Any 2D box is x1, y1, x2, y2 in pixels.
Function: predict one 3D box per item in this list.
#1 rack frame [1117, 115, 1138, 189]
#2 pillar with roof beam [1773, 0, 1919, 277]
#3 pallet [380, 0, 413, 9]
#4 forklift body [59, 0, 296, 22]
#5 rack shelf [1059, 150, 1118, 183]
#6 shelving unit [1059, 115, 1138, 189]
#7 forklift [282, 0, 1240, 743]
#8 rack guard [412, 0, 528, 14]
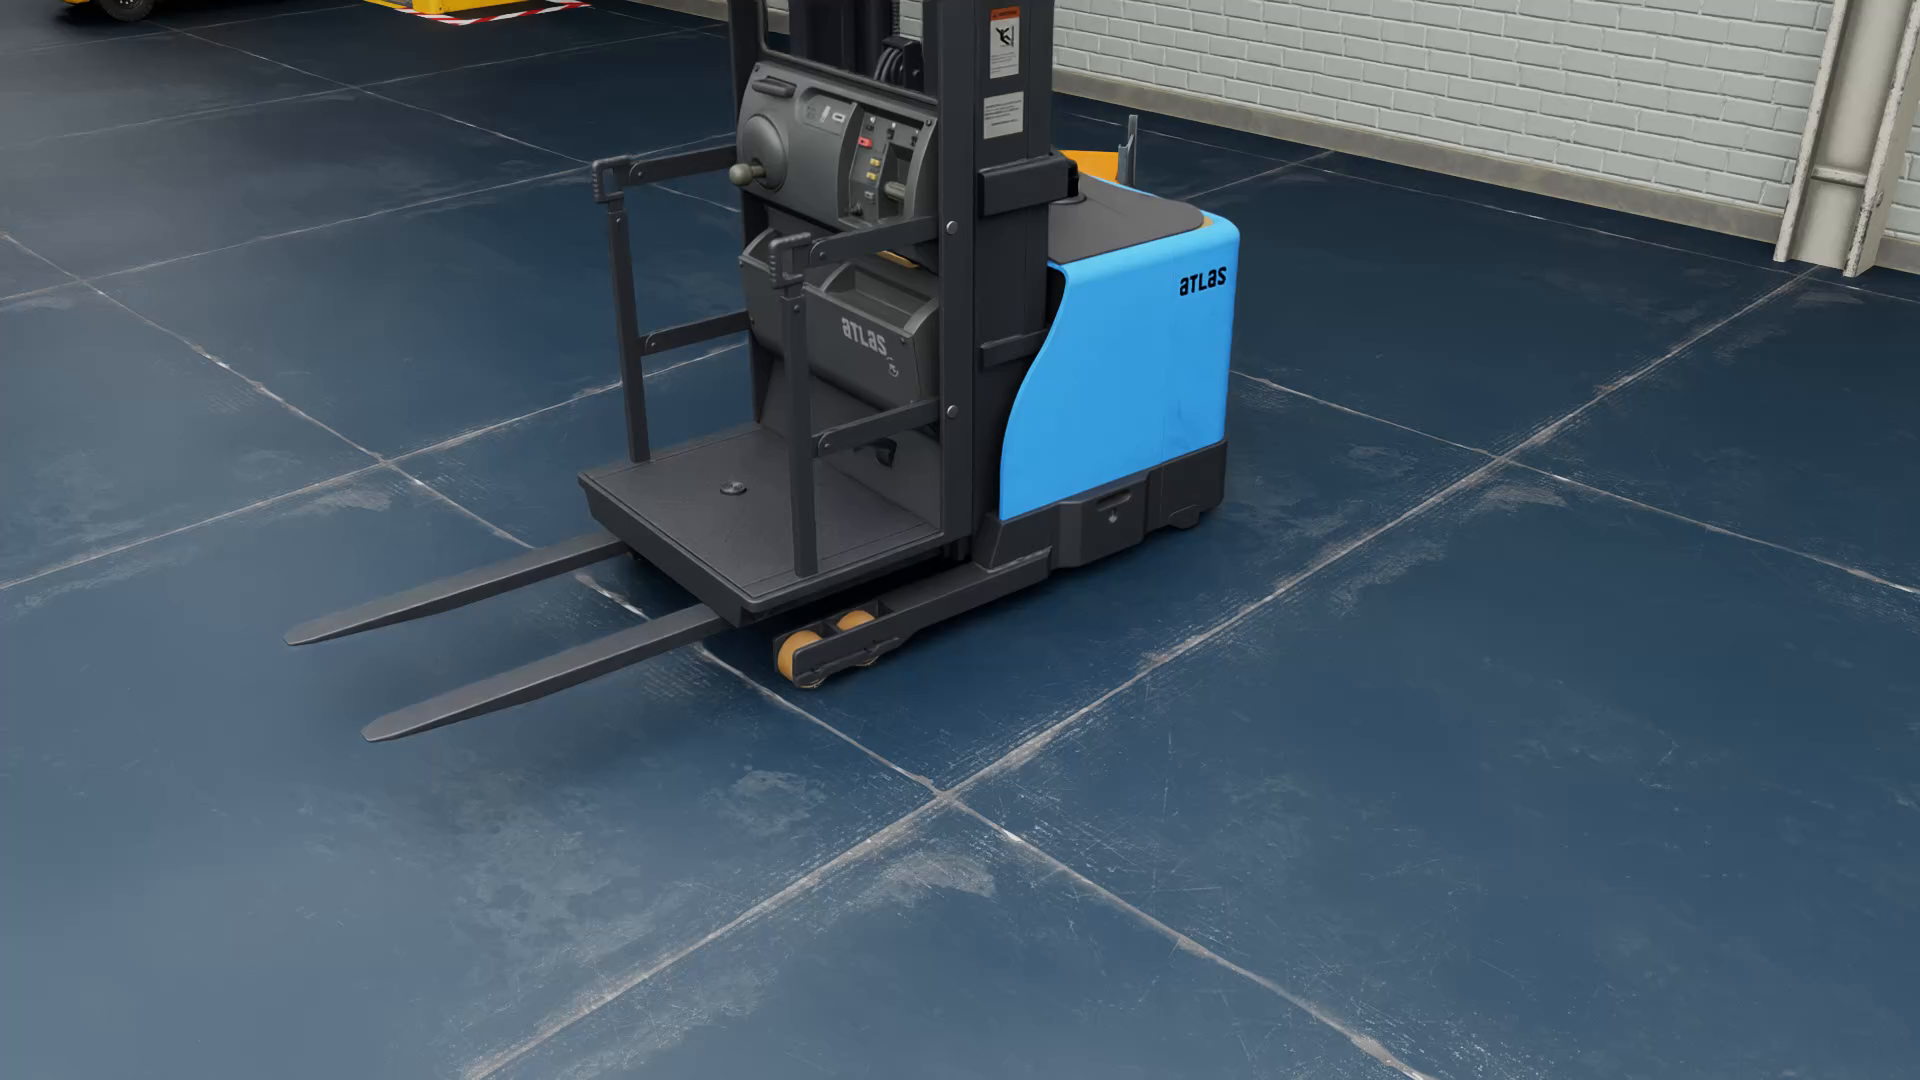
[{"bbox_3d":[0.635,-1.045,6.529,0.032,1.125,0.500,5,28,9],"label":"rack frame"},{"bbox_3d":[1.365,-3.967,3.624,0.400,9.000,9.100,25,36,38],"label":"pillar with roof beam"},{"bbox_3d":[-4.884,-5.131,15.280,1.213,0.211,1.003,25,36,38],"label":"pallet"},{"bbox_3d":[-6.940,-5.767,14.406,1.214,2.155,2.313,25,36,38],"label":"forklift body"},{"bbox_3d":[0.134,-1.345,6.470,1.000,0.278,0.538,5,28,9],"label":"rack shelf"},{"bbox_3d":[0.134,-1.086,6.607,1.048,1.125,0.538,5,28,9],"label":"shelving unit"},{"bbox_3d":[-0.540,-1.137,4.764,3.031,2.935,1.130,-20,34,-33],"label":"forklift"},{"bbox_3d":[-4.292,-5.015,14.750,0.348,0.500,1.175,25,36,38],"label":"rack guard"}]
